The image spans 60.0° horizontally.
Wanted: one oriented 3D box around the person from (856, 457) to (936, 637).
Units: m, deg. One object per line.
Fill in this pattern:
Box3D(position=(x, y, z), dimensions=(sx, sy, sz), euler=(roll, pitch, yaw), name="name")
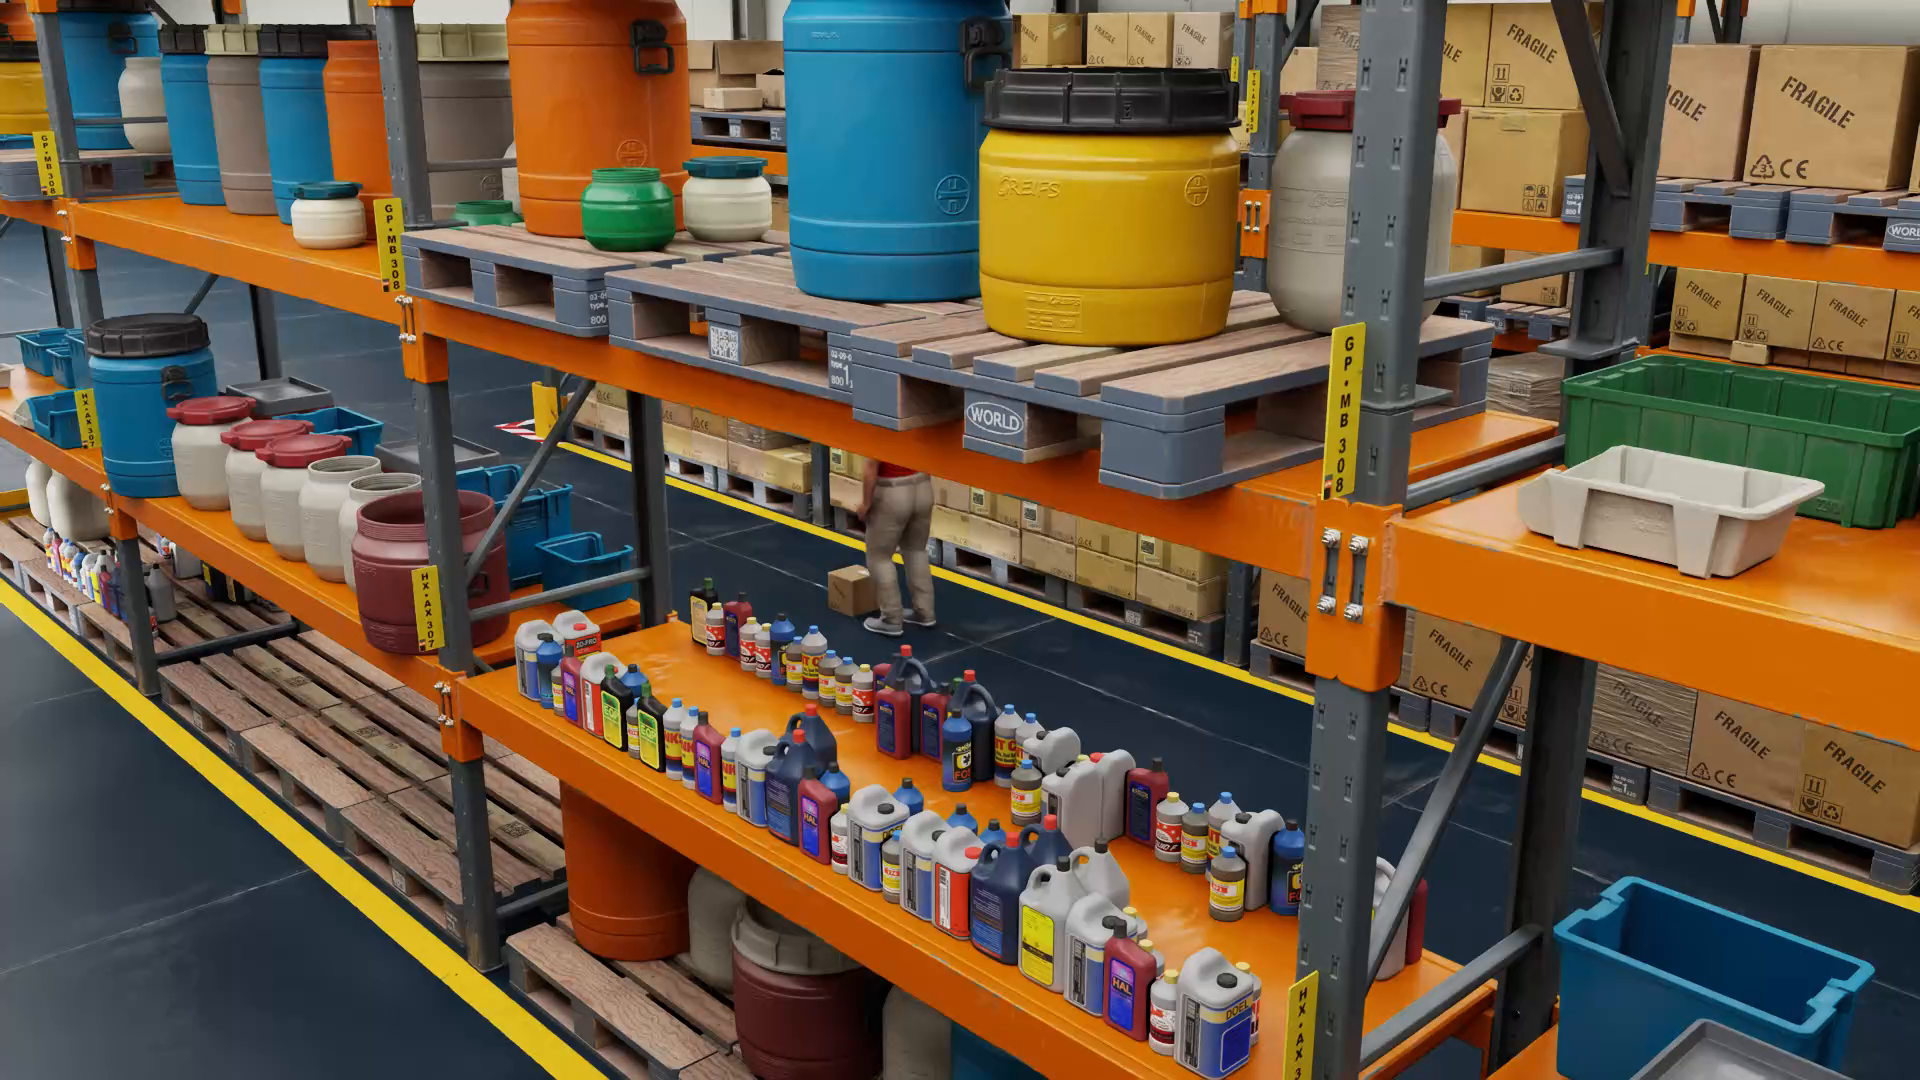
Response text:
Box3D(position=(-0.396, -0.247, 10.412), dimensions=(0.536, 1.716, 0.362), euler=(-15, 22, -39), name="person")
